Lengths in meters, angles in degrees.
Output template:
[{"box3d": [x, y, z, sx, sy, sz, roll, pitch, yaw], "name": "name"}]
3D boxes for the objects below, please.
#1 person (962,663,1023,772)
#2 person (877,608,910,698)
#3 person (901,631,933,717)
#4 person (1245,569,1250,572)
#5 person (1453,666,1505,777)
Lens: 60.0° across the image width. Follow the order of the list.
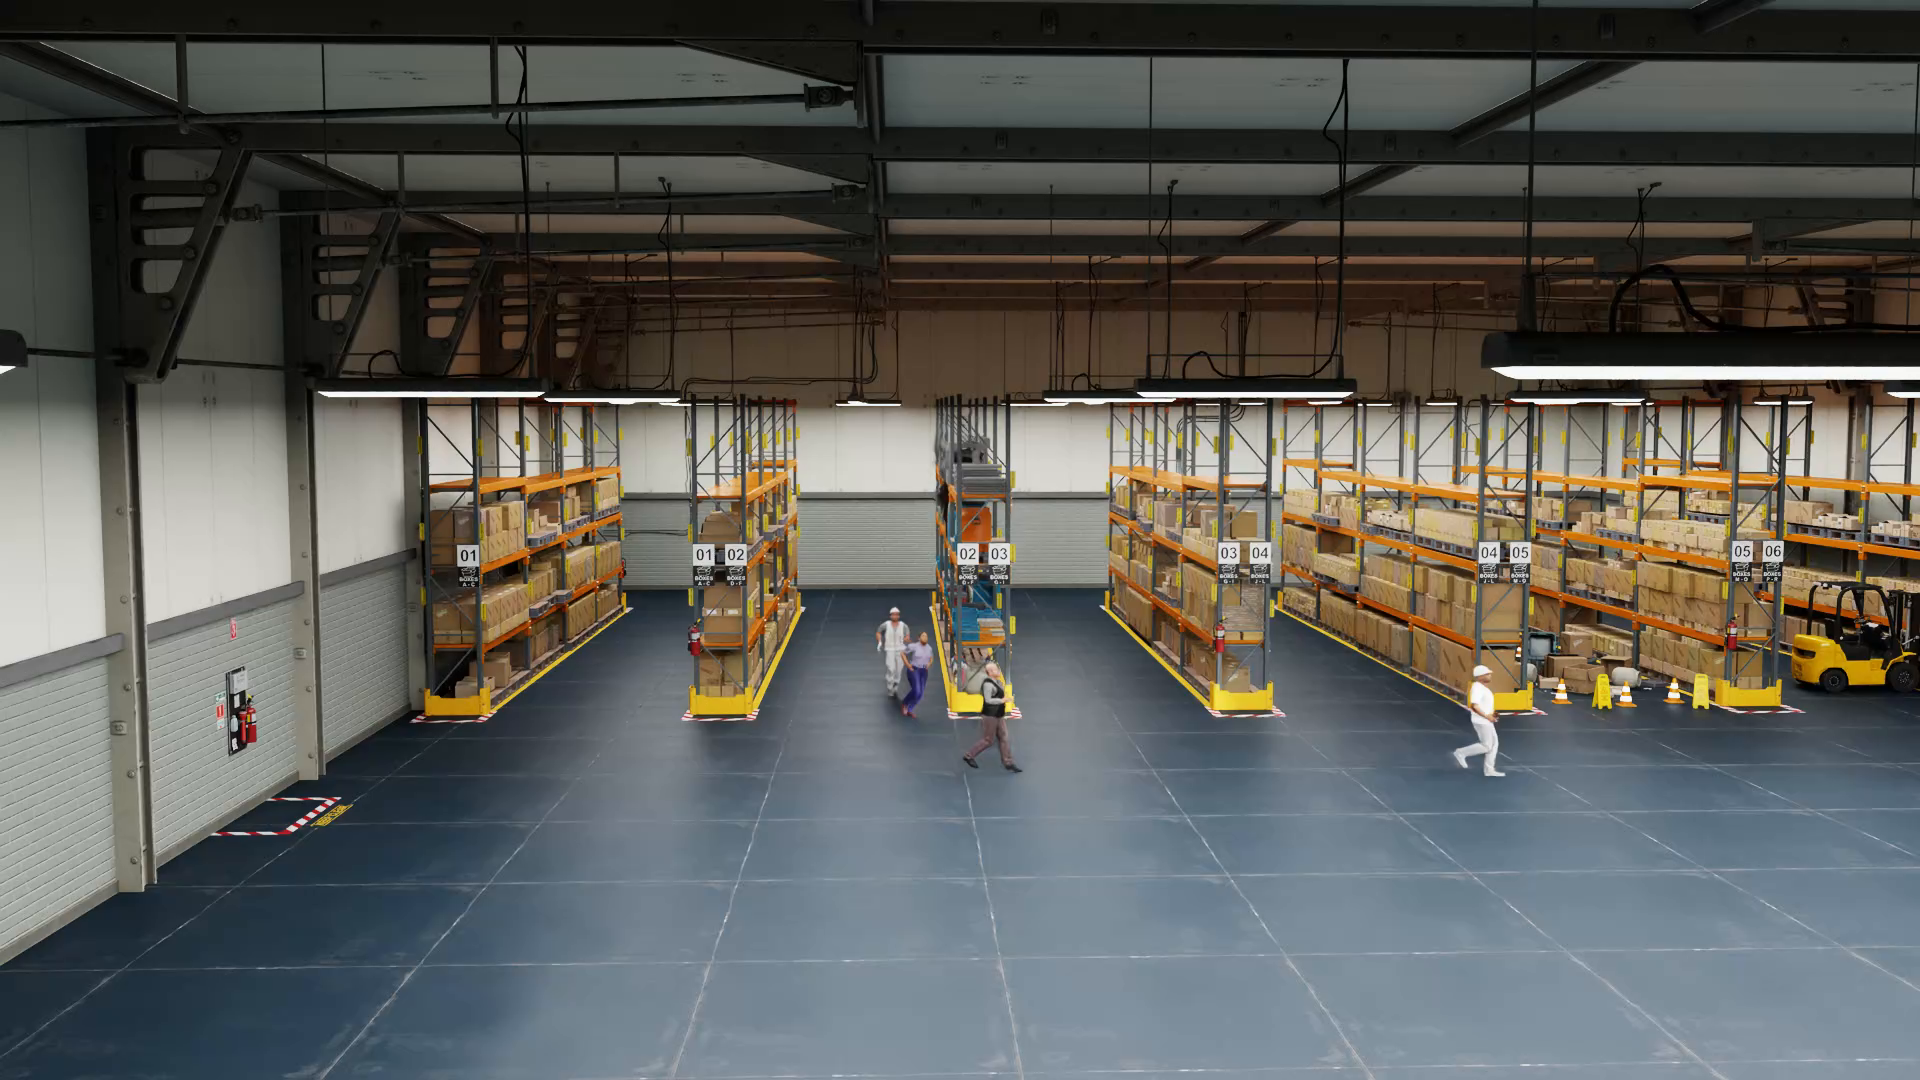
[{"box3d": [0.511, 2.787, 26.079, 0.949, 1.726, 0.657, 1, 5, 15], "name": "person"}, {"box3d": [-1.298, 2.237, 32.956, 0.640, 1.792, 0.709, -1, 5, -13], "name": "person"}, {"box3d": [-0.762, 2.496, 30.955, 0.612, 1.585, 0.521, -3, 6, -35], "name": "person"}, {"box3d": [8.410, 1.165, 48.314, 0.483, 1.552, 0.599, -3, 5, -33], "name": "person"}, {"box3d": [8.104, 2.817, 25.891, 0.782, 1.733, 0.718, 2, 5, 21], "name": "person"}]
